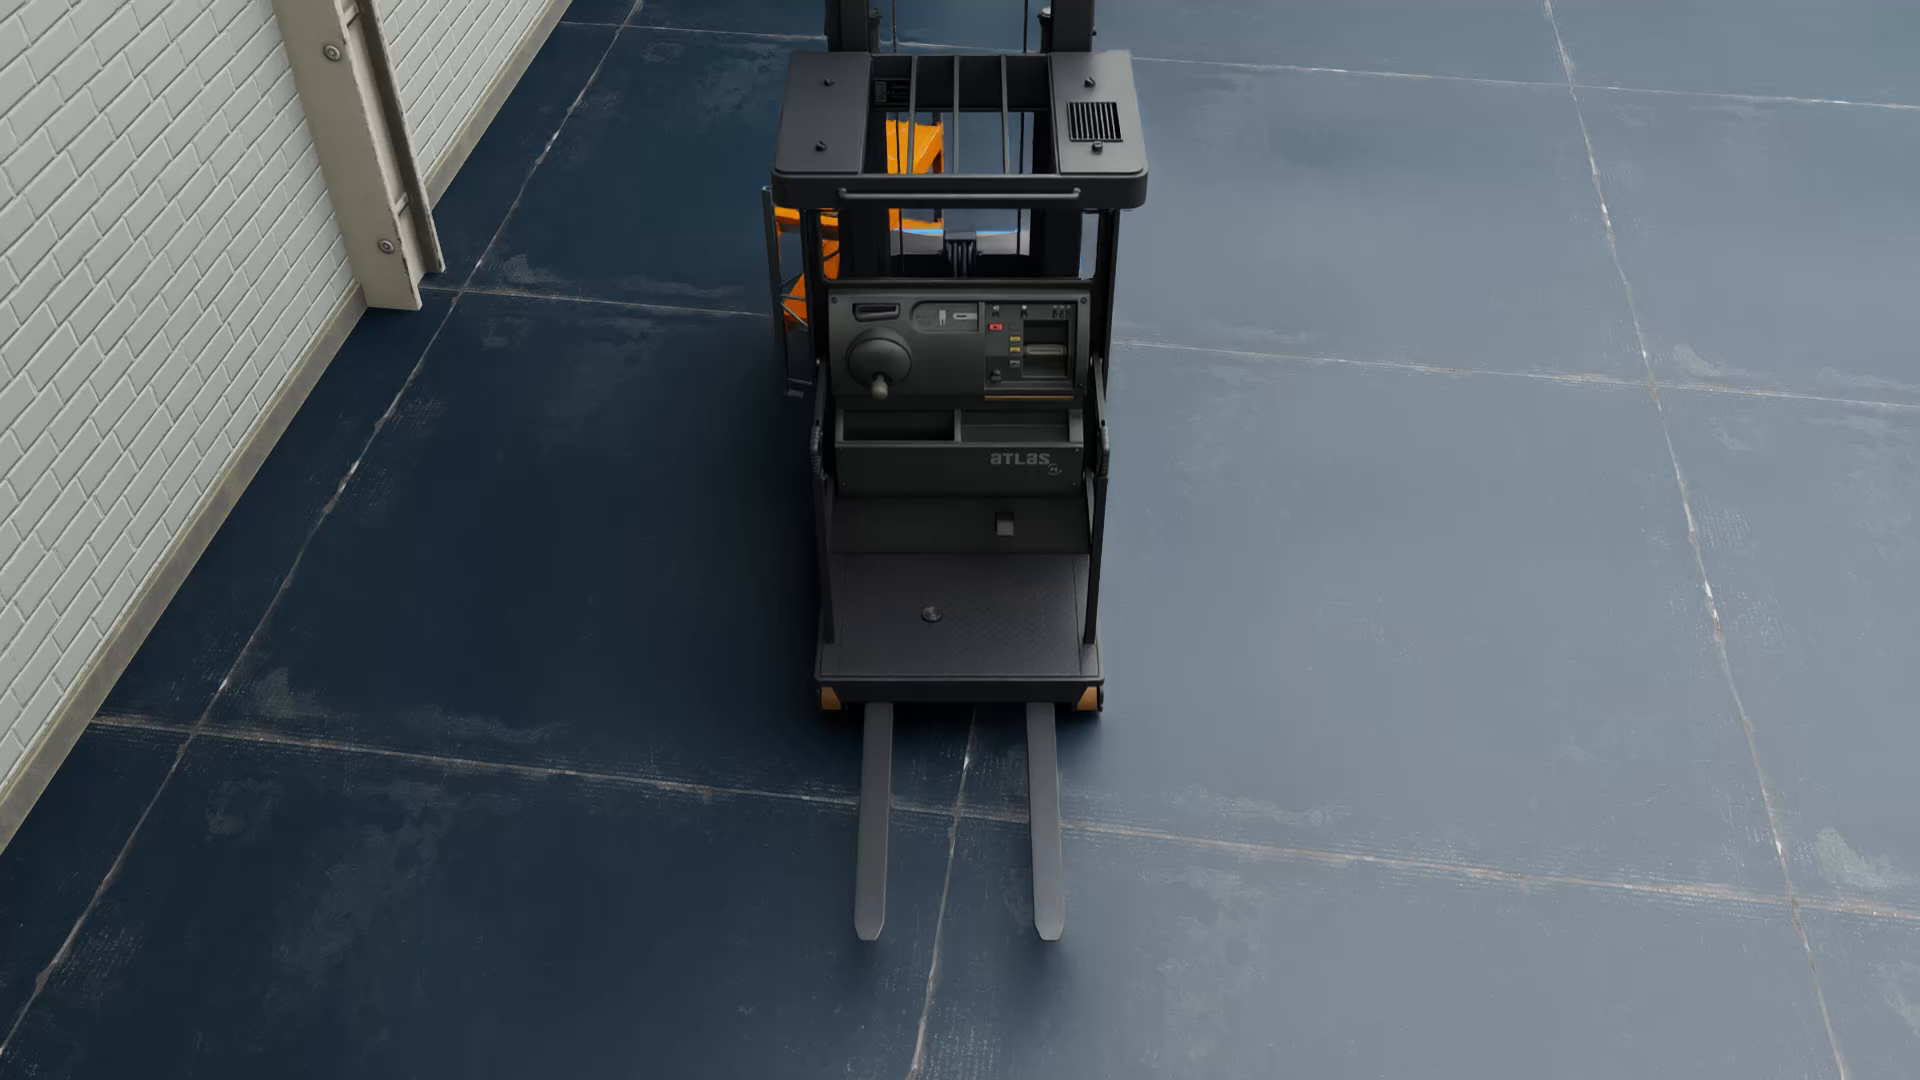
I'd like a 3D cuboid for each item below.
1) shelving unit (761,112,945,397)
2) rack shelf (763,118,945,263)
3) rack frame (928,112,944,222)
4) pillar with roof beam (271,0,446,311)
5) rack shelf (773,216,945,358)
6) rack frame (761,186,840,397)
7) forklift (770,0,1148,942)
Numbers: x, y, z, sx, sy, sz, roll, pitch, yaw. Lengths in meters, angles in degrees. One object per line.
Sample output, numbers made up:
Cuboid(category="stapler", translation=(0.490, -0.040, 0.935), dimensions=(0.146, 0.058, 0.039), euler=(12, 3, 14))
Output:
Cuboid(category="shelving unit", translation=(-0.474, -1.413, 7.946), dimensions=(0.538, 1.125, 1.048), euler=(12, 45, 12))
Cuboid(category="rack shelf", translation=(-0.474, -1.626, 7.745), dimensions=(0.538, 0.278, 1.000), euler=(12, 45, 12))
Cuboid(category="rack frame", translation=(-0.325, -1.747, 8.299), dimensions=(0.500, 1.125, 0.032), euler=(12, 45, 12))
Cuboid(category="pillar with roof beam", translation=(1.369, -4.200, 5.163), dimensions=(9.100, 9.000, 0.400), euler=(5, 44, 6))
Cuboid(category="rack shelf", translation=(-0.474, -1.236, 8.115), dimensions=(0.538, 0.278, 1.000), euler=(12, 45, 12))
Cuboid(category="rack frame", translation=(-0.623, -1.079, 7.594), dimensions=(0.500, 1.125, 0.032), euler=(12, 45, 12))
Cuboid(category="forklift", translation=(-0.001, -0.609, 5.784), dimensions=(1.130, 2.935, 3.031), euler=(0, 43, 0))
